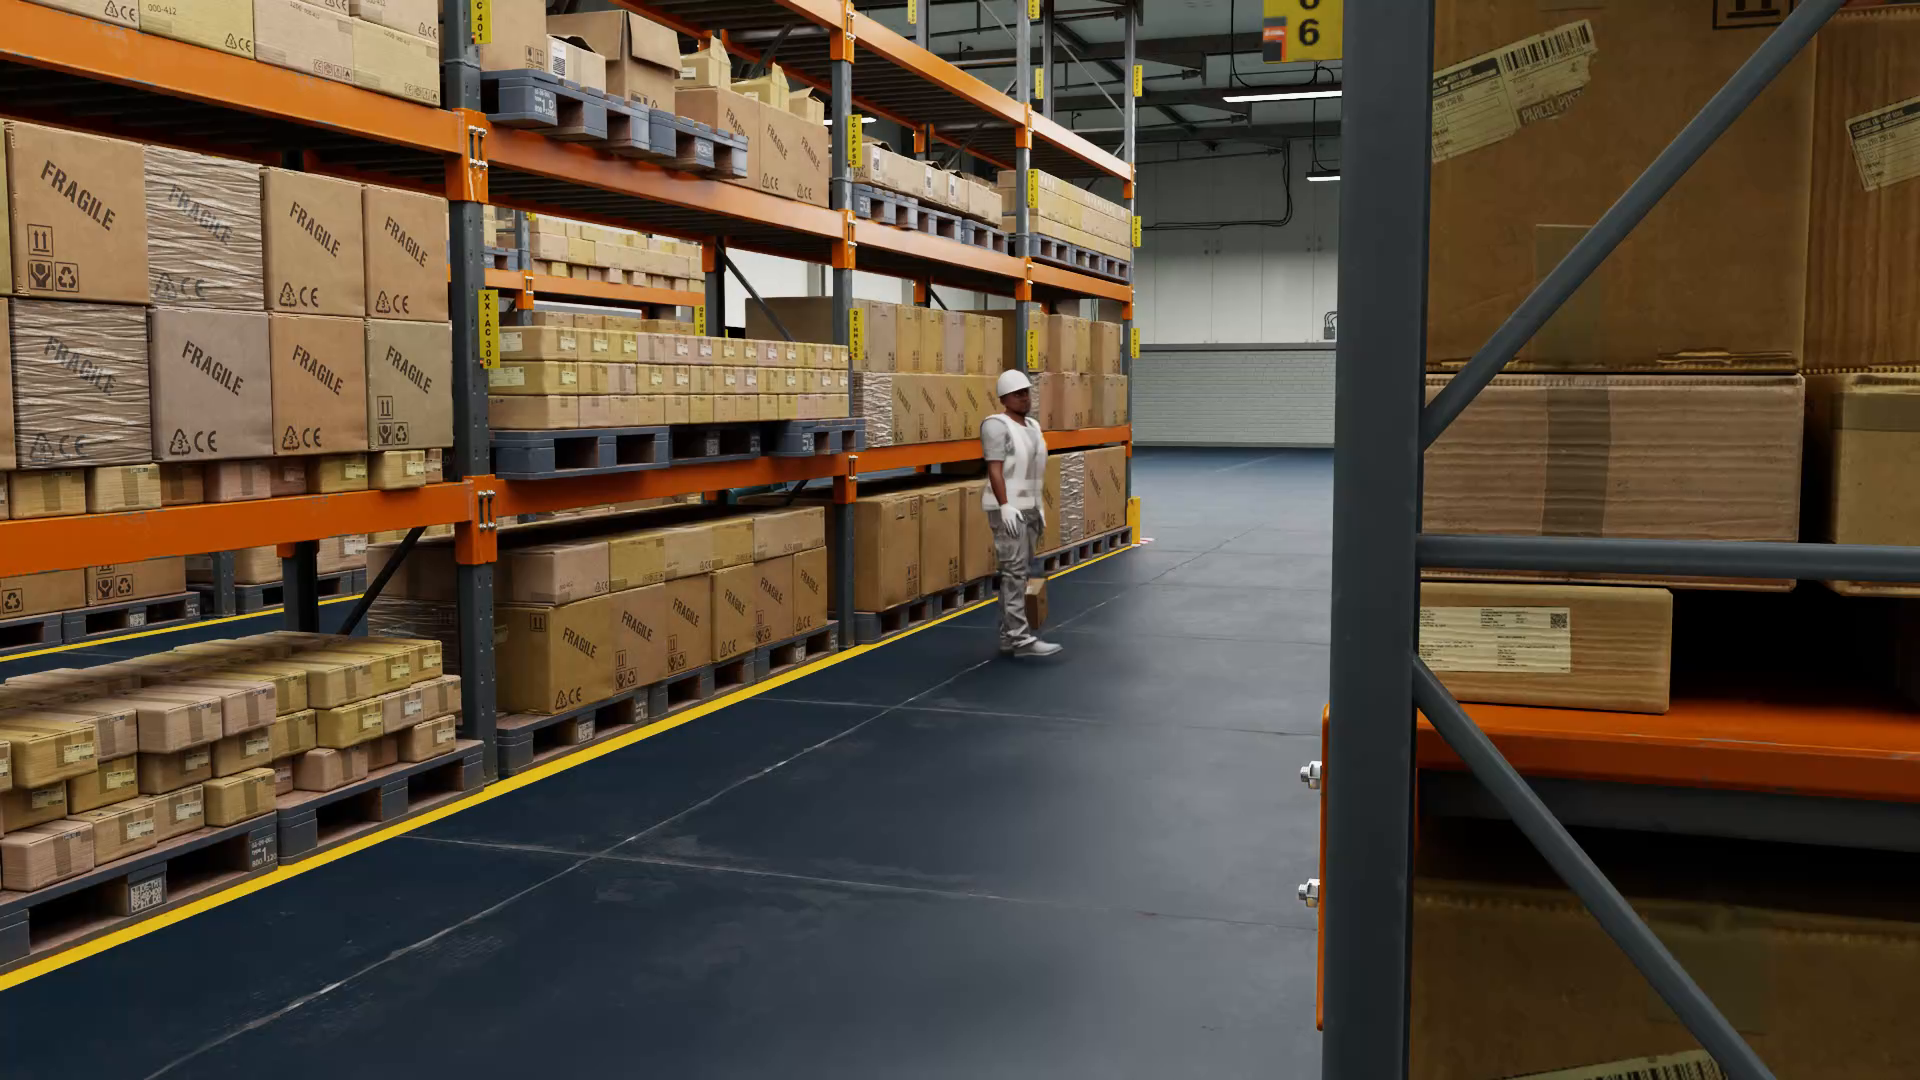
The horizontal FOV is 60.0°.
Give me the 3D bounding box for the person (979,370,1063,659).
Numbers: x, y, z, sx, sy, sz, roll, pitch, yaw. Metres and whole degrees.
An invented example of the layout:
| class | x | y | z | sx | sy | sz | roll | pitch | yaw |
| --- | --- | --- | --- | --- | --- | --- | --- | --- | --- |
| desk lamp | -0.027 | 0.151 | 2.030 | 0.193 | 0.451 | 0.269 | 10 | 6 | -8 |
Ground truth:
| class | x | y | z | sx | sy | sz | roll | pitch | yaw |
| --- | --- | --- | --- | --- | --- | --- | --- | --- | --- |
| person | 0.427 | -0.164 | 10.358 | 0.543 | 1.787 | 0.601 | 3 | 6 | 29 |
